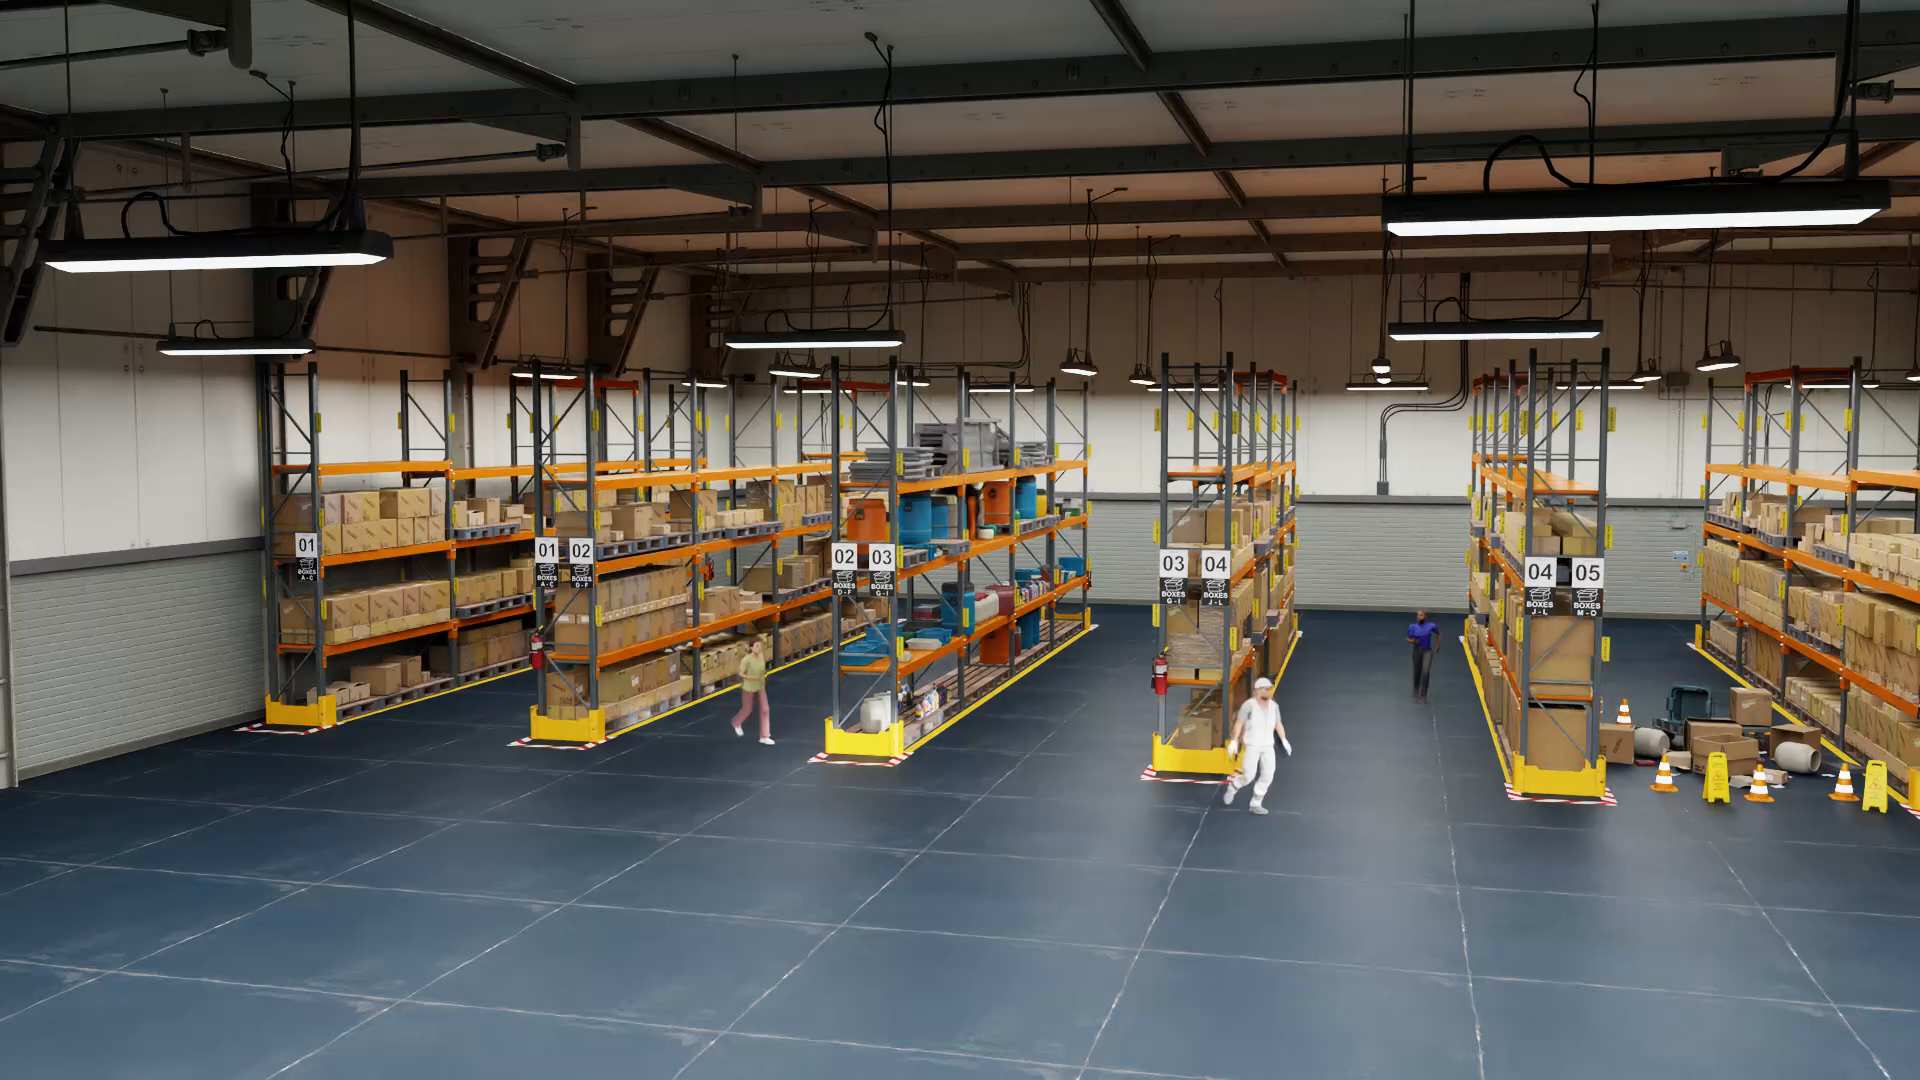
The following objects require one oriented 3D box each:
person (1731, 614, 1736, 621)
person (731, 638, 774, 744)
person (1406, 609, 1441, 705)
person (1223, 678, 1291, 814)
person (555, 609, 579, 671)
[{"bbox_3d":[18.131,1.457,38.334,0.849,1.710,0.550,0,4,1],"label":"person"},{"bbox_3d":[-3.259,2.332,25.953,0.550,1.630,1.026,-3,5,-38],"label":"person"},{"bbox_3d":[8.327,2.080,29.892,0.598,1.699,0.895,2,4,21],"label":"person"},{"bbox_3d":[3.786,2.622,21.327,0.723,1.755,0.684,-2,4,-22],"label":"person"},{"bbox_3d":[-7.786,1.816,33.330,0.663,1.697,0.901,-2,4,-23],"label":"person"}]
